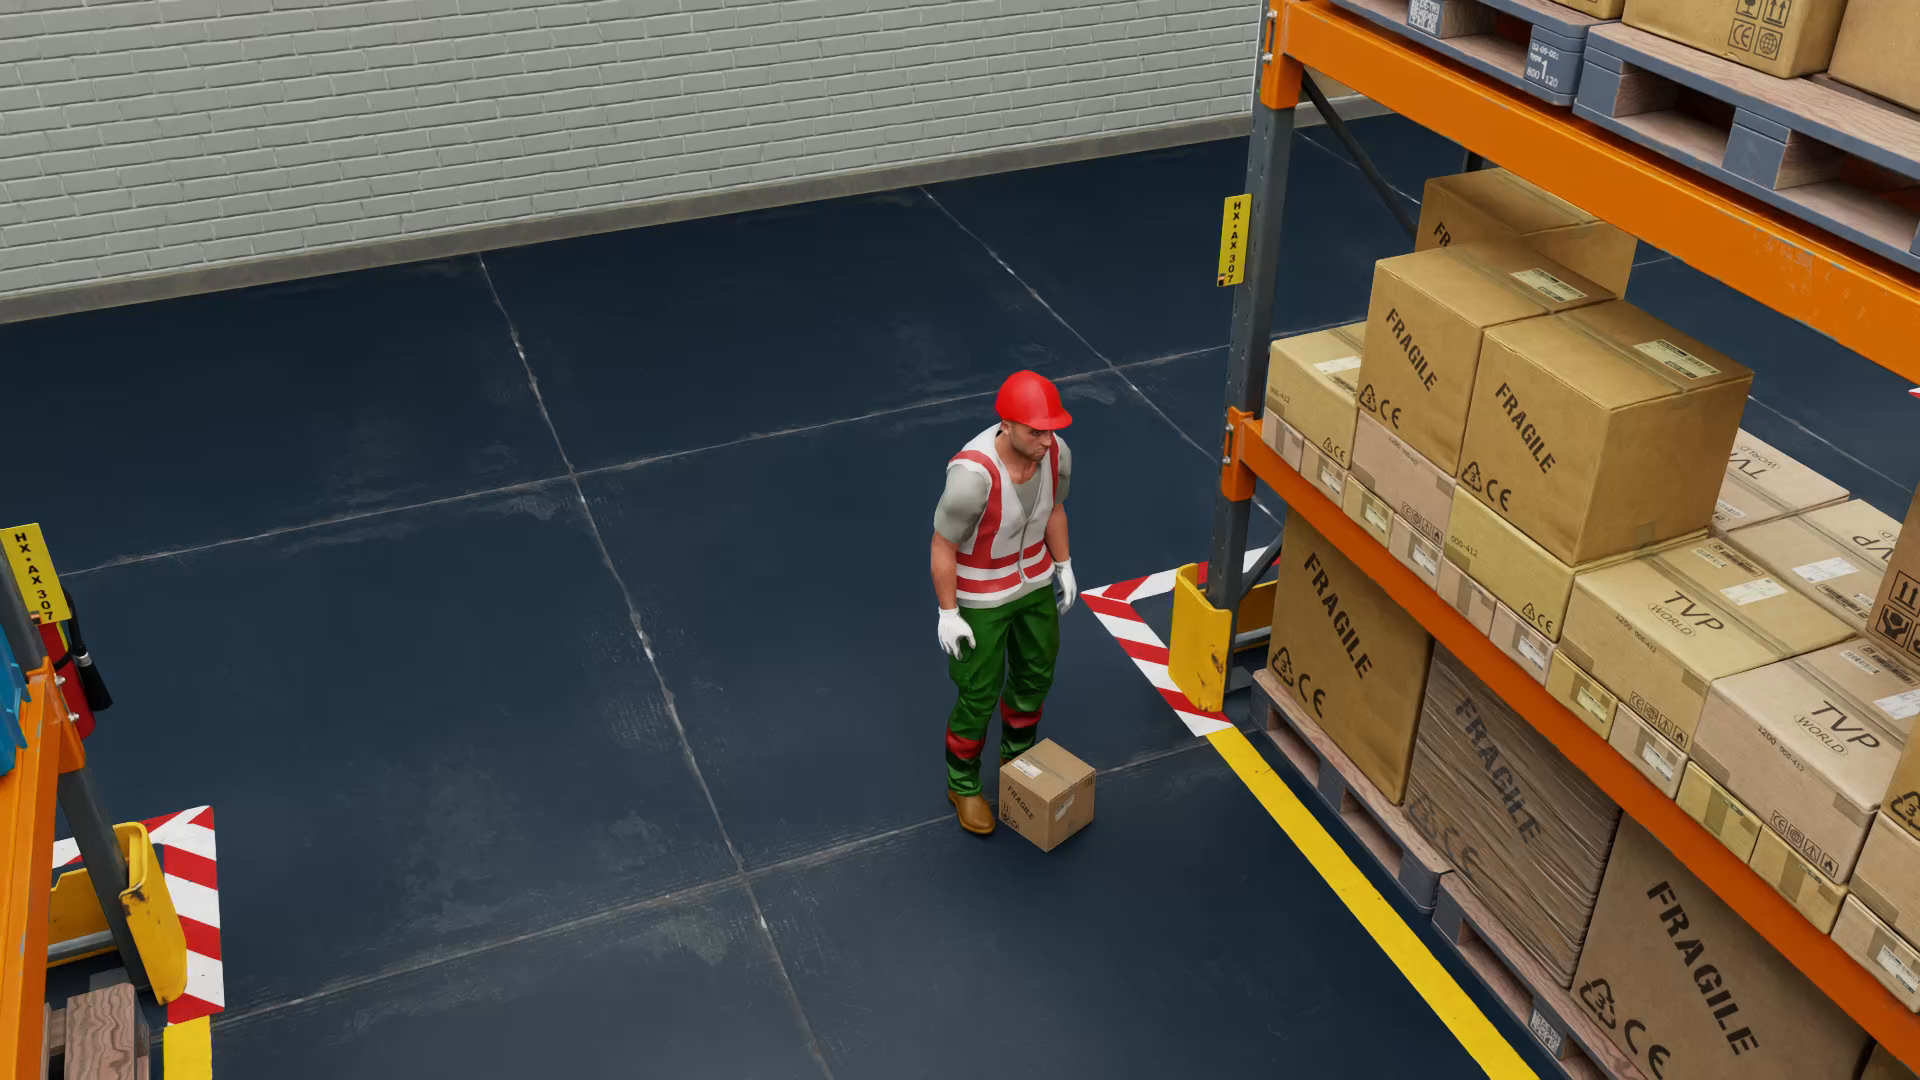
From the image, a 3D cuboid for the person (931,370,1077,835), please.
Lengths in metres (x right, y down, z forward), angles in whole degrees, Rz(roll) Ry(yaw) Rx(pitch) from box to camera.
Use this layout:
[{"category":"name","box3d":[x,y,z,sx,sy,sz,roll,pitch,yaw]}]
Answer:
[{"category":"person","box3d":[0.168,0.198,5.824,0.604,1.778,0.453,-23,40,-31]}]
